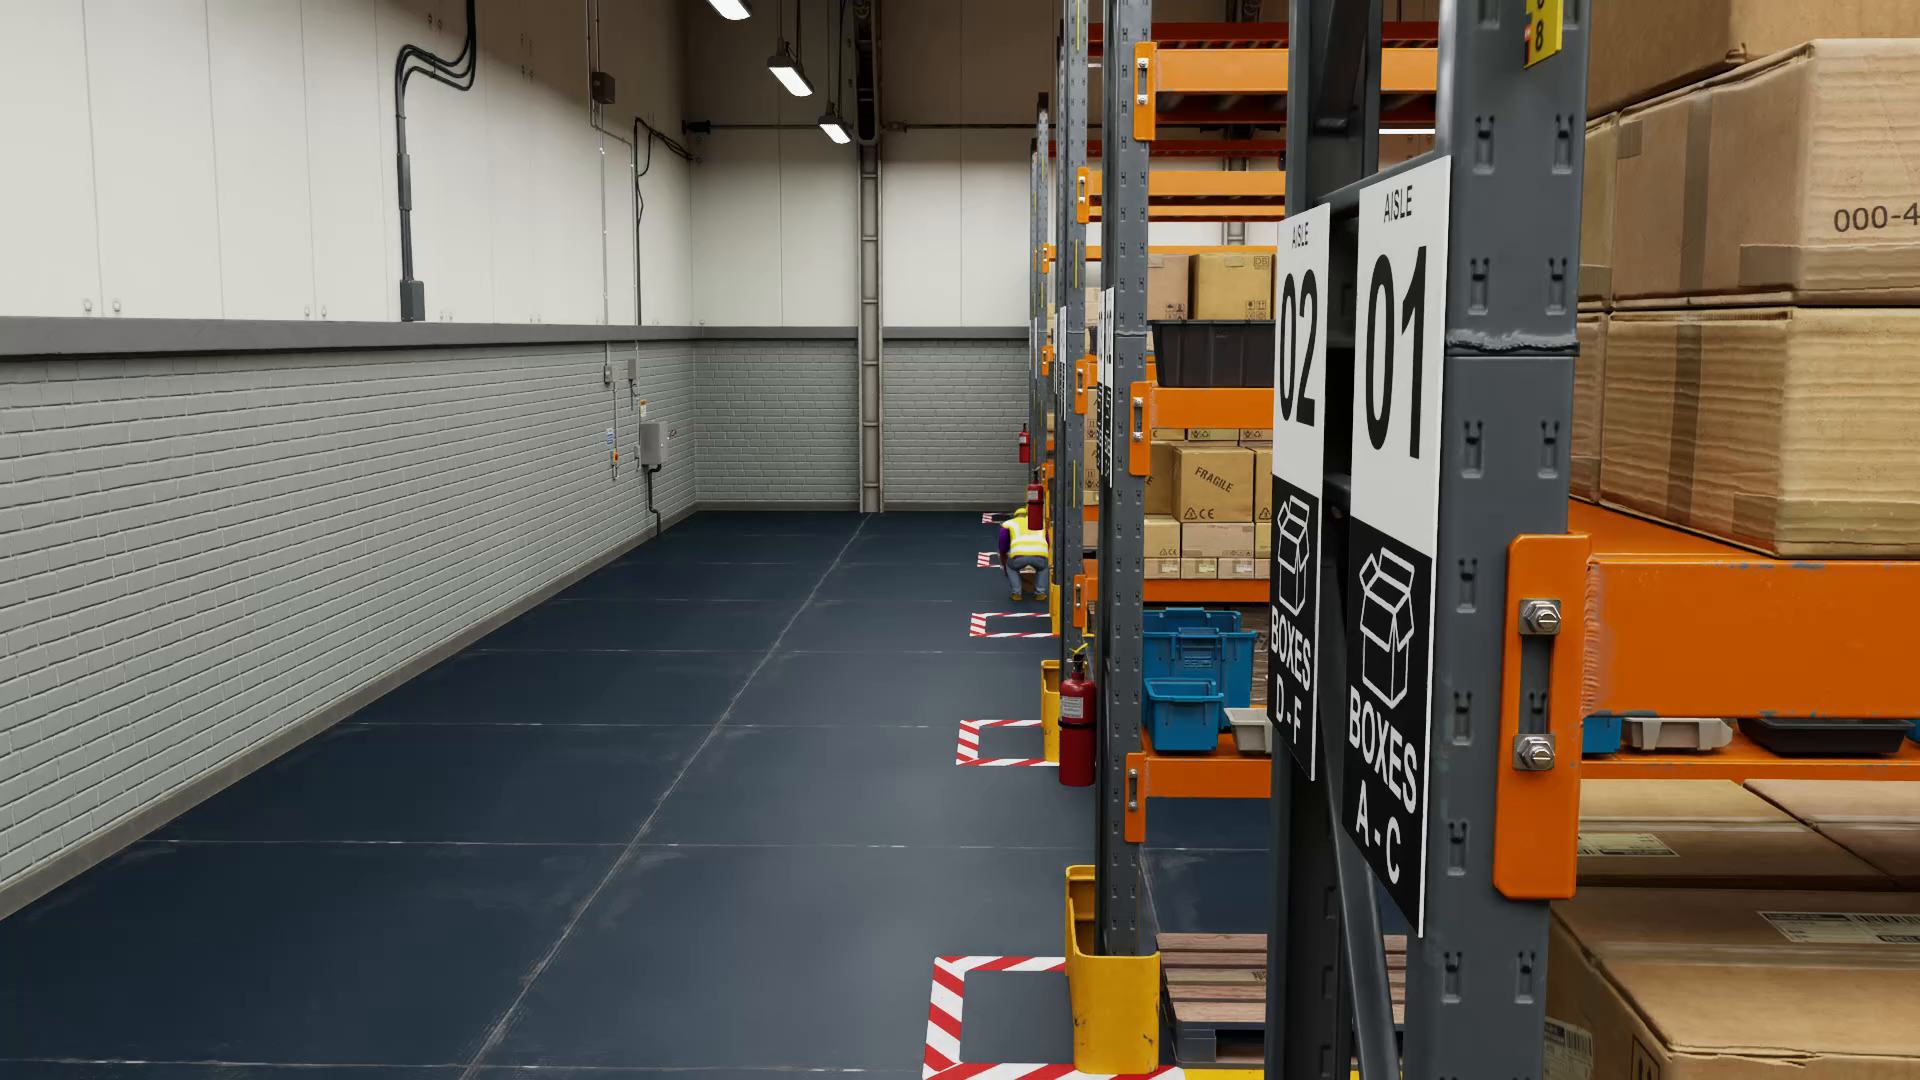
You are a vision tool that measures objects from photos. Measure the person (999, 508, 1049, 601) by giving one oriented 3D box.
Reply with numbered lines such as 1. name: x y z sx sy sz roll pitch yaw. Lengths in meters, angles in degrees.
1. person: 0.733 0.167 18.957 0.584 0.994 0.894 0 7 1
